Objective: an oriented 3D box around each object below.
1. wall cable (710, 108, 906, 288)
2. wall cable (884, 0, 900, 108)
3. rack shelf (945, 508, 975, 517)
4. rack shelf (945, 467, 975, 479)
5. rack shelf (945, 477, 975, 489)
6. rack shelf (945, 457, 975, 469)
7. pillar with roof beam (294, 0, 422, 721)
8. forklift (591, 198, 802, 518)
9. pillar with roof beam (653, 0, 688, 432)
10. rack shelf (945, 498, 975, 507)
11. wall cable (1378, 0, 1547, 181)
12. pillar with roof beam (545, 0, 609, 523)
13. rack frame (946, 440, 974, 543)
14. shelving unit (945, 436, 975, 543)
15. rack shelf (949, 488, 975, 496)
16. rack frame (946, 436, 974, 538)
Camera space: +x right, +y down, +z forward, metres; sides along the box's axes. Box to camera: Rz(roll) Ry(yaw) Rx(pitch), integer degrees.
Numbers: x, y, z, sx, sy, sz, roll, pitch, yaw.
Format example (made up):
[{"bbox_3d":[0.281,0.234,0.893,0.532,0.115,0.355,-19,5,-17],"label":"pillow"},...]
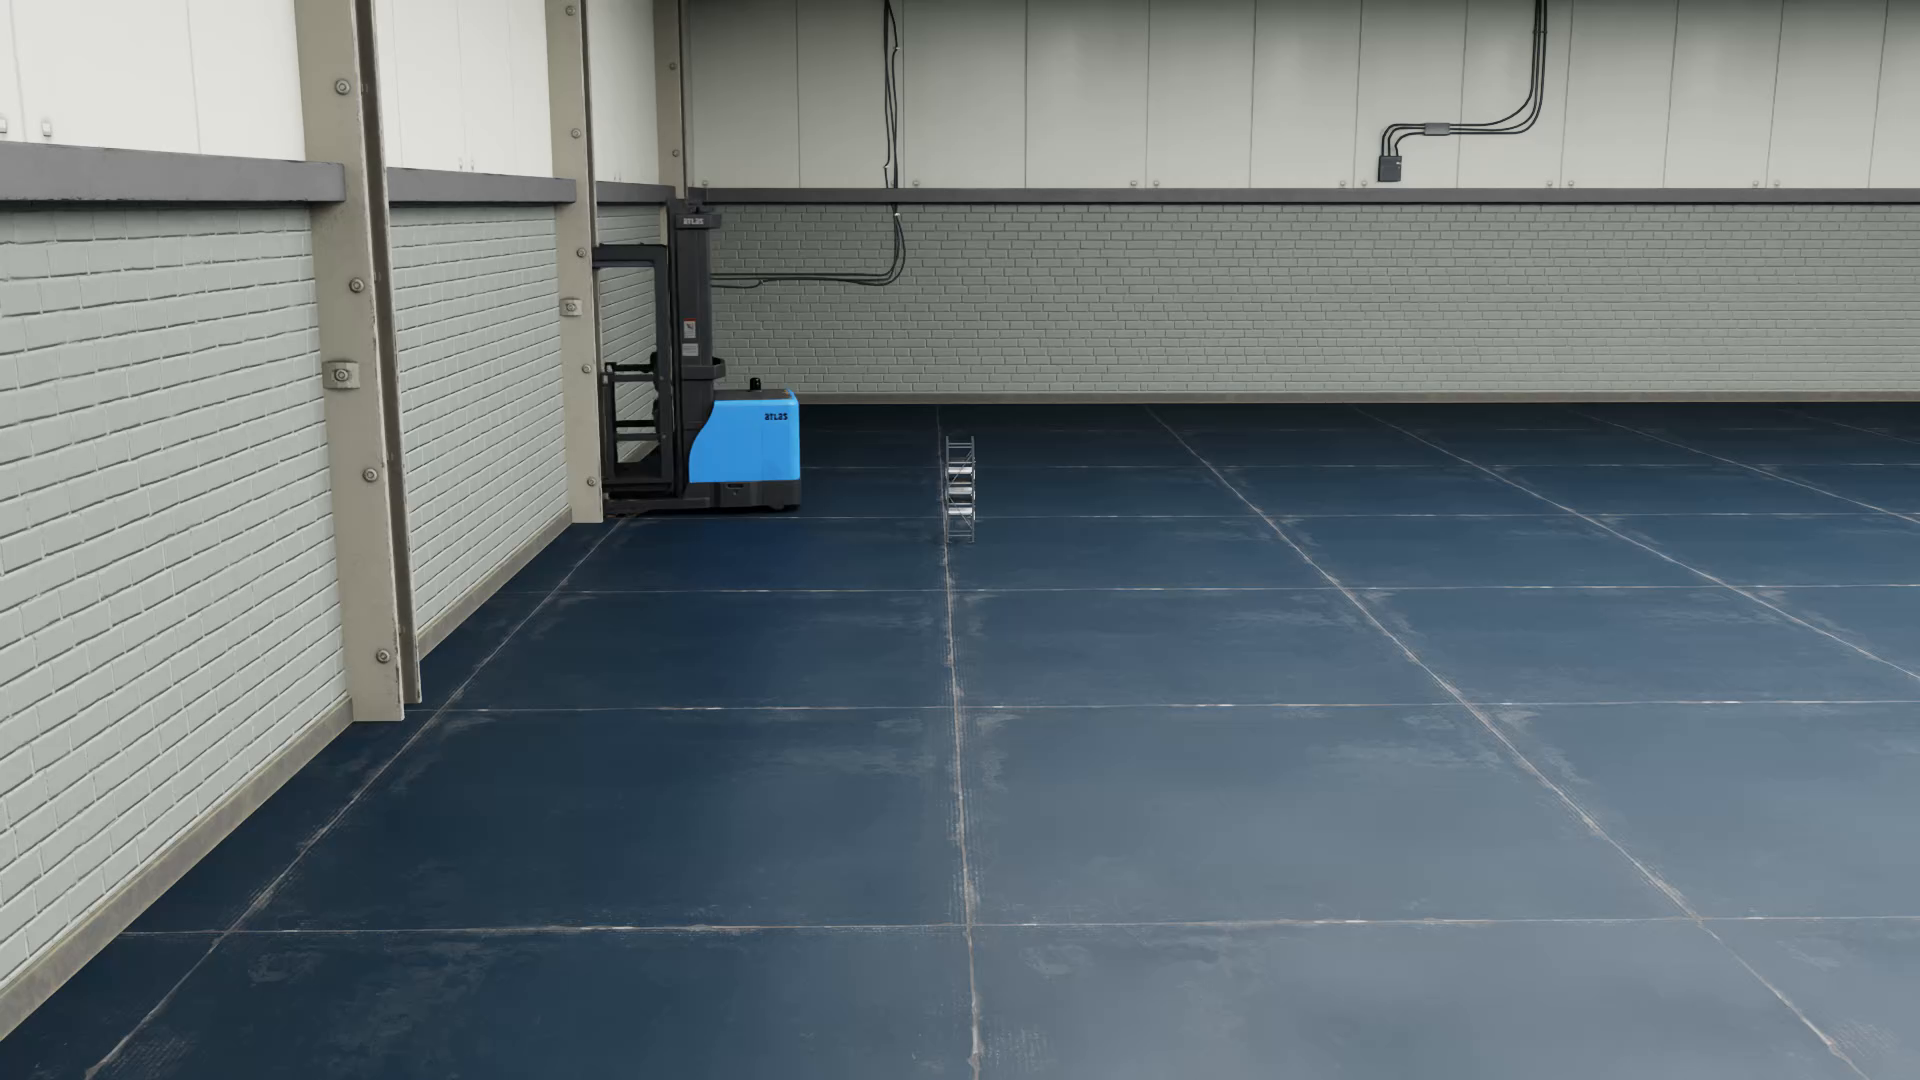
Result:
[{"bbox_3d":[-2.328,-4.873,23.754,3.097,2.526,0.112,0,11,-1],"label":"wall cable"},{"bbox_3d":[0.377,-7.359,23.307,3.097,2.526,0.112,0,11,-1],"label":"wall cable"},{"bbox_3d":[0.000,-0.230,14.504,0.258,0.077,0.200,0,11,-1],"label":"rack shelf"},{"bbox_3d":[0.000,-0.583,14.433,0.258,0.077,0.200,0,11,-1],"label":"rack shelf"},{"bbox_3d":[0.000,-0.495,14.450,0.258,0.077,0.200,0,11,-1],"label":"rack shelf"},{"bbox_3d":[0.000,-0.671,14.415,0.258,0.077,0.200,0,11,-1],"label":"rack shelf"},{"bbox_3d":[0.963,-3.436,8.862,9.100,9.000,0.400,0,11,-1],"label":"pillar with roof beam"},{"bbox_3d":[-3.082,-1.757,15.847,3.031,2.935,1.130,-2,12,-9],"label":"forklift"},{"bbox_3d":[0.715,-5.821,20.619,9.100,9.000,0.400,0,11,-1],"label":"pillar with roof beam"},{"bbox_3d":[0.000,-0.319,14.486,0.258,0.077,0.200,0,11,-1],"label":"rack shelf"},{"bbox_3d":[7.164,-8.097,23.284,2.305,6.003,0.169,0,11,-1],"label":"wall cable"},{"bbox_3d":[0.839,-4.628,14.740,9.100,9.000,0.400,0,11,-1],"label":"pillar with roof beam"},{"bbox_3d":[0.002,-0.419,14.362,0.240,0.900,0.006,0,11,-1],"label":"rack frame"},{"bbox_3d":[0.000,-0.439,14.462,0.258,0.900,0.210,0,11,-1],"label":"shelving unit"},{"bbox_3d":[0.000,-0.407,14.468,0.258,0.077,0.200,0,11,-1],"label":"rack shelf"},{"bbox_3d":[-0.002,-0.460,14.561,0.240,0.900,0.006,0,11,-1],"label":"rack frame"}]
